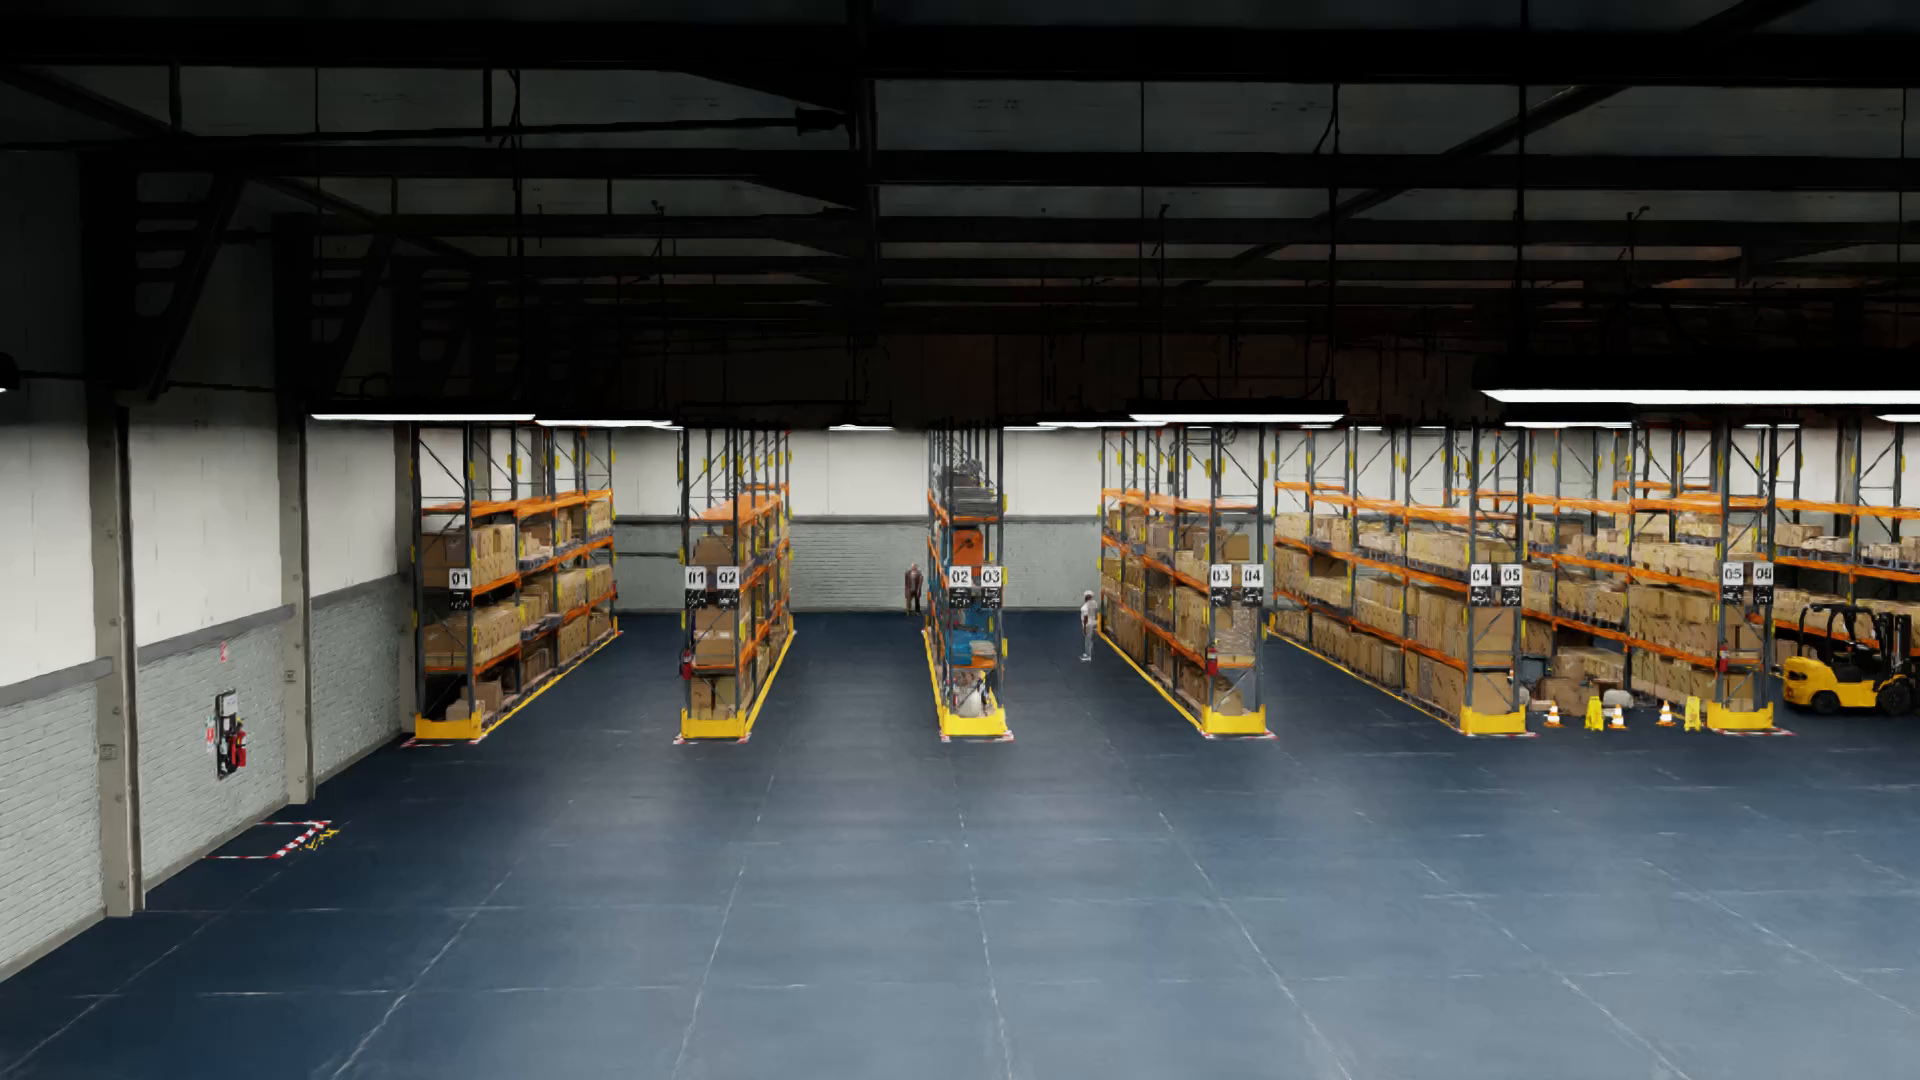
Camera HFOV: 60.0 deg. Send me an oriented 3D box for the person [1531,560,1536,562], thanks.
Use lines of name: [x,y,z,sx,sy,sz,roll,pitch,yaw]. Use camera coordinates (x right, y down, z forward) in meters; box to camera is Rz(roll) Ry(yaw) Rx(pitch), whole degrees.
person: [17.693,1.510,51.134,0.602,1.777,0.581,-4,5,-45]

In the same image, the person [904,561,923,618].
person: [-1.423,1.522,51.138,0.573,1.702,1.103,0,4,6]

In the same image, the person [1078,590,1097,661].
person: [3.155,2.121,41.450,0.503,1.764,0.623,2,4,26]

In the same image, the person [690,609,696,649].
person: [-6.822,2.100,43.563,0.625,1.581,0.517,0,4,-5]
